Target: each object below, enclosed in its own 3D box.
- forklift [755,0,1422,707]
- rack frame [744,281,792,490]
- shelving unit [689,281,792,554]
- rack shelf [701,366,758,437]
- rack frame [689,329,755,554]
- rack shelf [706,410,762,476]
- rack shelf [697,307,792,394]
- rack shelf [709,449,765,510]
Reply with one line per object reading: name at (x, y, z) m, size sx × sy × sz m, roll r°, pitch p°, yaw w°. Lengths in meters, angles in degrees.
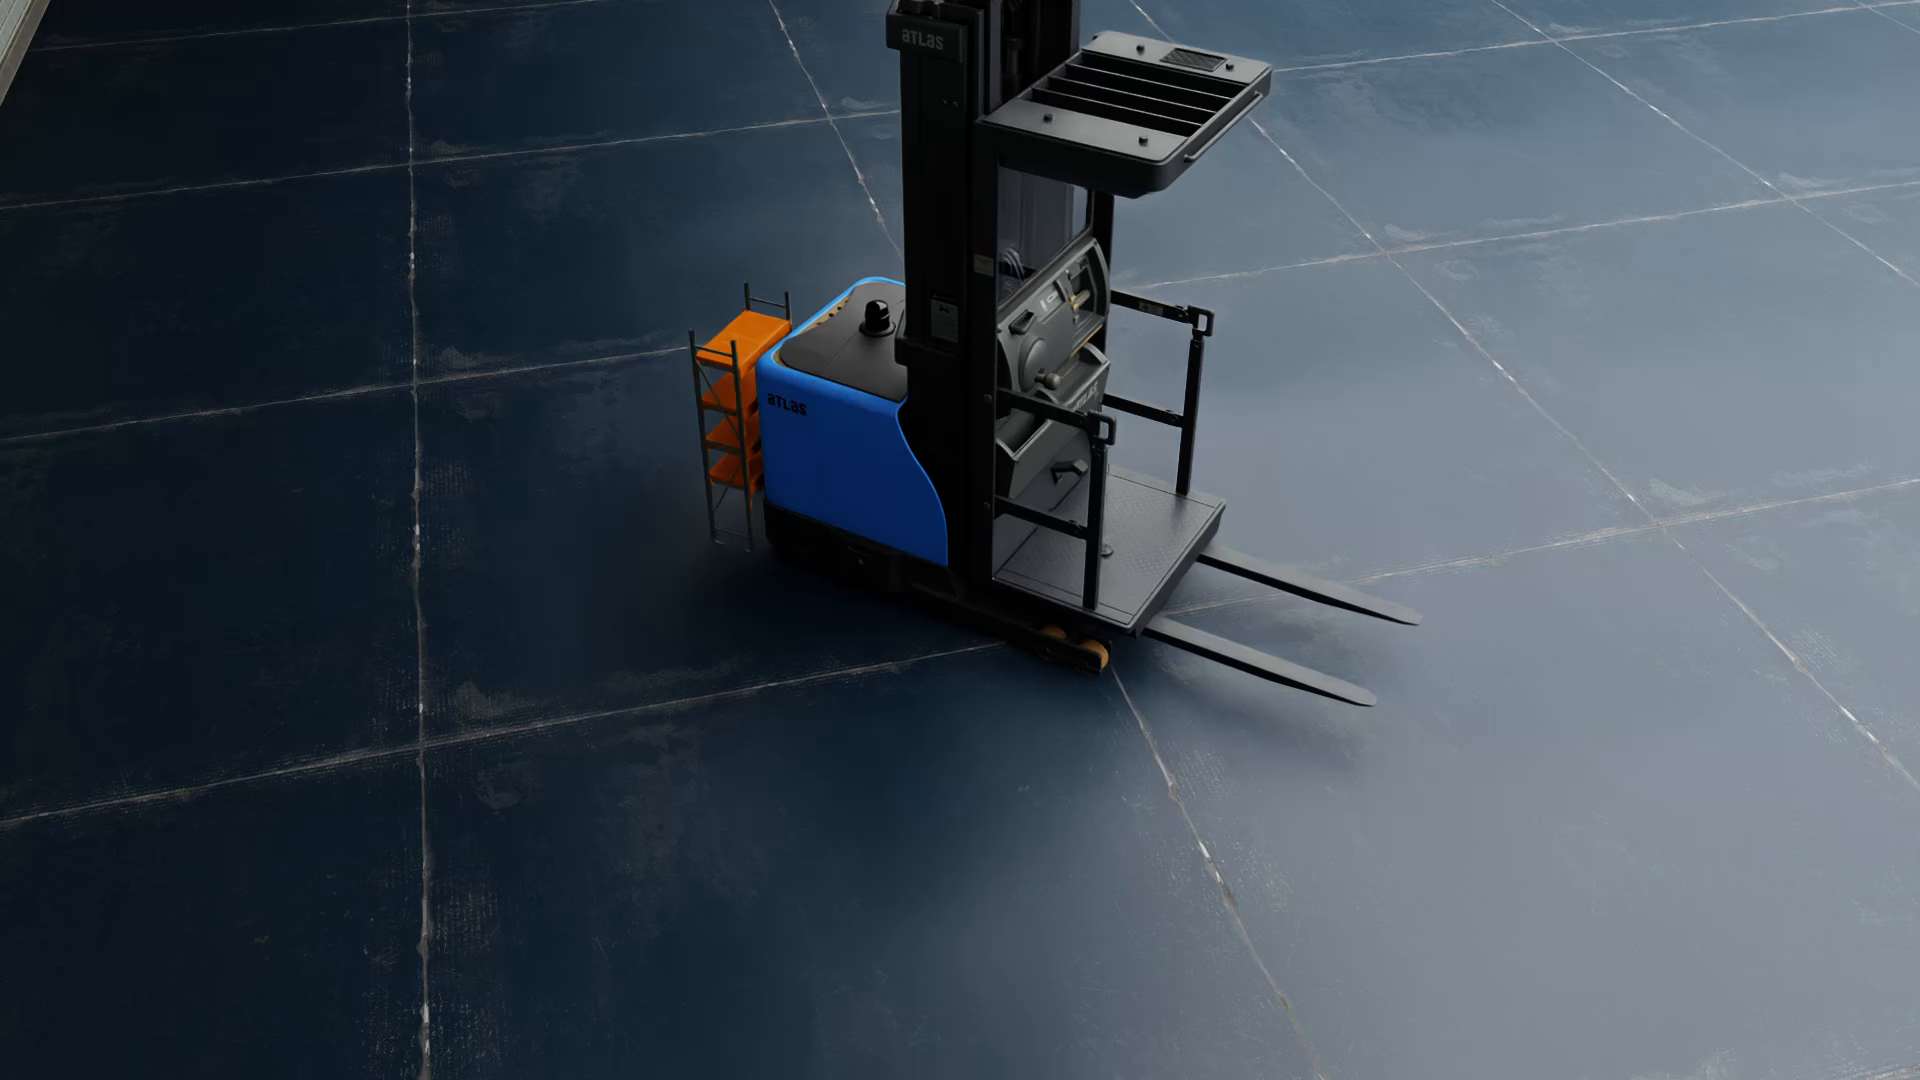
forklift at (0.586, -0.927, 7.029) m, size 3.031 × 2.935 × 1.130 m, roll 19°, pitch 41°, yaw 23°
rack frame at (-0.910, -0.711, 8.170) m, size 0.240 × 1.200 × 0.015 m, roll 16°, pitch 40°, yaw 19°
shelving unit at (-1.011, -0.576, 7.994) m, size 0.258 × 1.200 × 0.503 m, roll 16°, pitch 40°, yaw 19°
rack shelf at (-1.011, -0.700, 7.898) m, size 0.258 × 0.148 × 0.480 m, roll 16°, pitch 40°, yaw 19°
rack frame at (-1.112, -0.441, 7.817) m, size 0.240 × 1.200 × 0.015 m, roll 16°, pitch 40°, yaw 19°
rack shelf at (-1.012, -0.523, 8.035) m, size 0.258 × 0.148 × 0.480 m, roll 16°, pitch 40°, yaw 19°
rack shelf at (-1.010, -0.888, 7.754) m, size 0.258 × 0.148 × 0.480 m, roll 16°, pitch 40°, yaw 19°
rack shelf at (-1.013, -0.365, 8.156) m, size 0.258 × 0.148 × 0.480 m, roll 16°, pitch 40°, yaw 19°
